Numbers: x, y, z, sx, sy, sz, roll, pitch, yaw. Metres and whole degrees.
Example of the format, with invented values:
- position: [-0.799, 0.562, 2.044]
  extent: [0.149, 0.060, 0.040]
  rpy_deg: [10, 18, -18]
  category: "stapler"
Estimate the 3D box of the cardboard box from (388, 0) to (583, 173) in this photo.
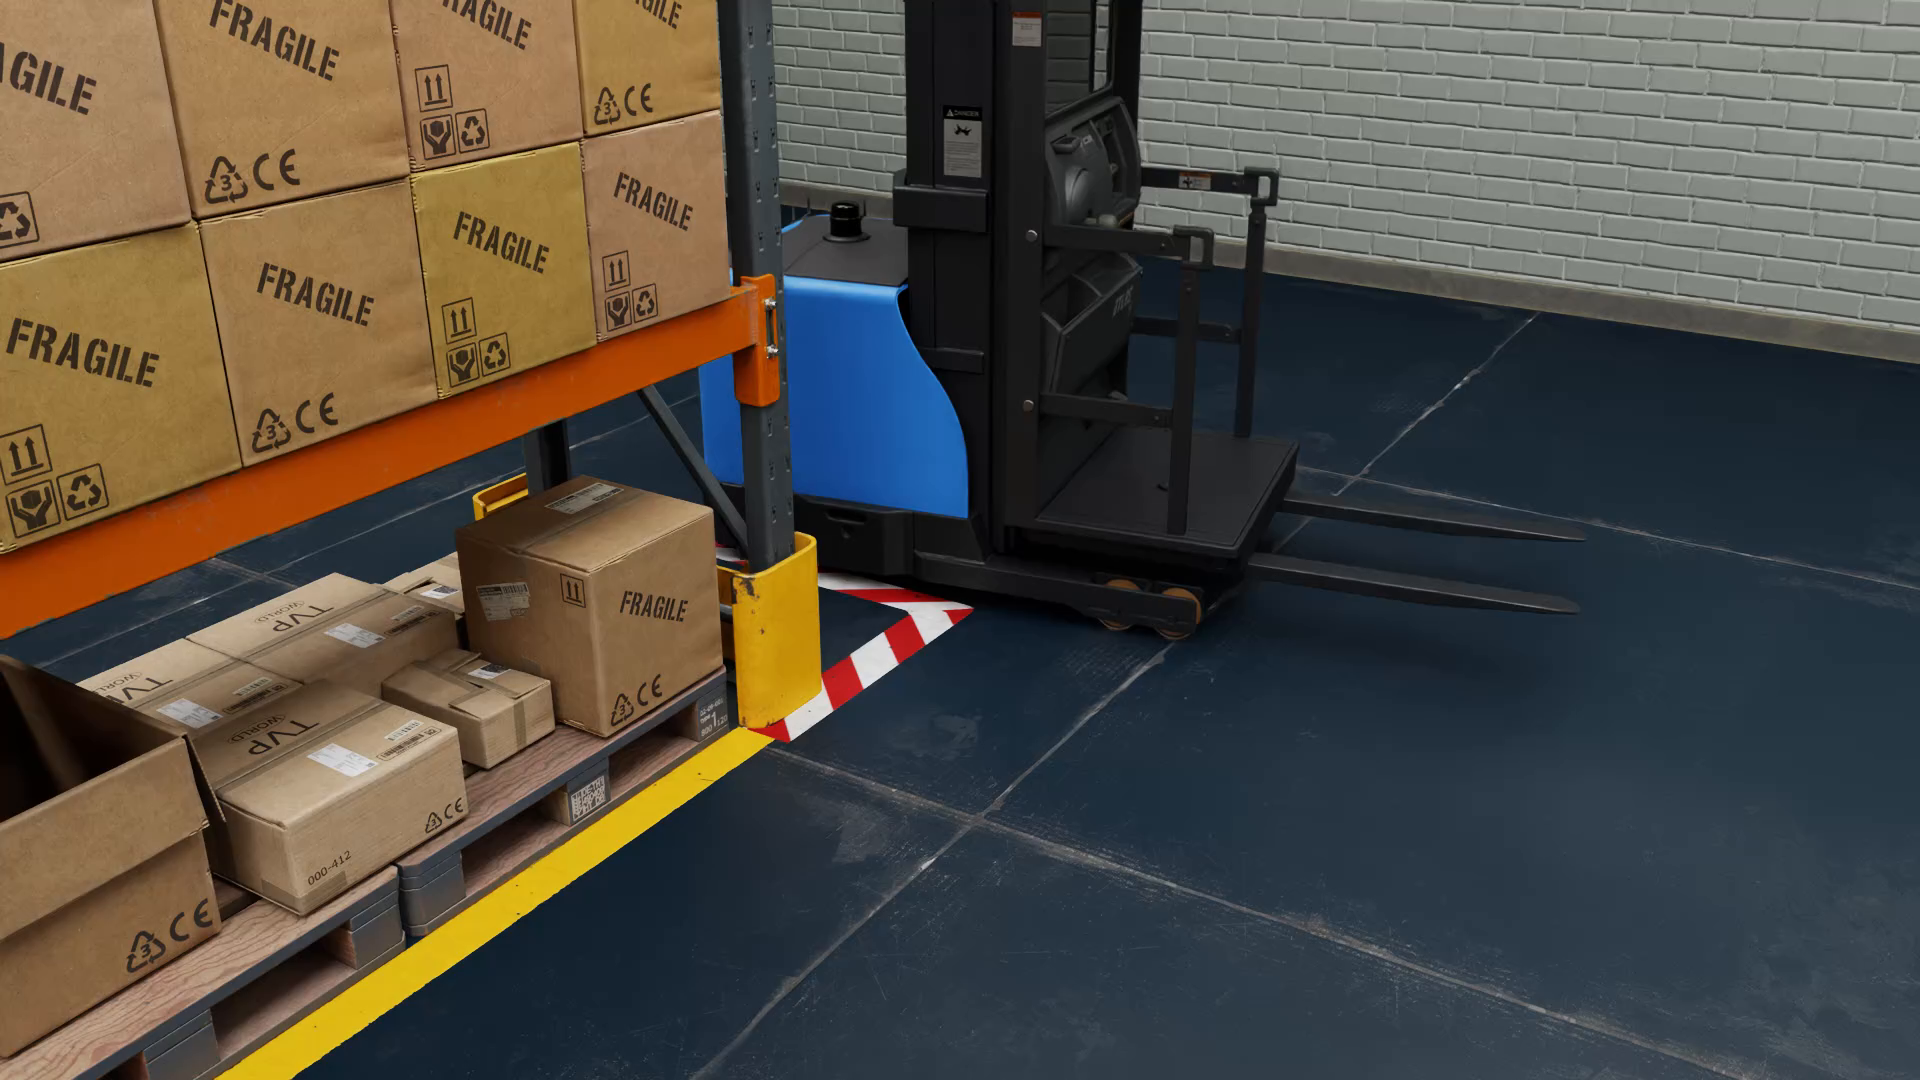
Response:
- position: [-1.219, -1.137, 3.716]
  extent: [0.500, 0.500, 0.500]
  rpy_deg: [15, 27, 30]
  category: "cardboard box"

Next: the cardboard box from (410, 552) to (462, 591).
- position: [-1.465, 0.165, 5.128]
  extent: [0.380, 0.149, 0.250]
  rpy_deg: [14, 27, 29]
  category: "cardboard box"

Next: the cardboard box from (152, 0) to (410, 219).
- position: [-1.489, -0.961, 3.309]
  extent: [0.500, 0.500, 0.500]
  rpy_deg: [15, 27, 30]
  category: "cardboard box"

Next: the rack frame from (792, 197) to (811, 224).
- position: [-0.651, -0.903, 7.013]
  extent: [0.008, 1.050, 0.200]
  rpy_deg: [6, 24, 13]
  category: "rack frame"

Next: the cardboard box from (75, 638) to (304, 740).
- position: [-2.008, 0.511, 4.201]
  extent: [0.500, 0.250, 0.500]
  rpy_deg: [14, 27, 29]
  category: "cardboard box"

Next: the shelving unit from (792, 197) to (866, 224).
- position: [-0.533, -0.890, 6.985]
  extent: [0.252, 1.050, 0.215]
  rpy_deg: [6, 24, 13]
  category: "shelving unit"

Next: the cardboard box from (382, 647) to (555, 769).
- position: [-1.320, 0.441, 4.469]
  extent: [0.380, 0.166, 0.250]
  rpy_deg: [14, 27, 29]
  category: "cardboard box"

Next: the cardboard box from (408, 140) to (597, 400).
- position: [-1.228, -0.672, 3.902]
  extent: [0.500, 0.500, 0.500]
  rpy_deg: [14, 27, 29]
  category: "cardboard box"

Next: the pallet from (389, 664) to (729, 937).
- position: [-1.412, 0.564, 4.682]
  extent: [1.003, 0.211, 1.213]
  rpy_deg: [14, 27, 29]
  category: "pallet"

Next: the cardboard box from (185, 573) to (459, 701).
- position: [-1.744, 0.342, 4.591]
  extent: [0.500, 0.250, 0.500]
  rpy_deg: [14, 27, 29]
  category: "cardboard box"

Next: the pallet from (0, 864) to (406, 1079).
- position: [-2.057, 0.974, 3.734]
  extent: [1.003, 0.211, 1.213]
  rpy_deg: [14, 27, 29]
  category: "pallet"

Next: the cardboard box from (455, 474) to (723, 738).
- position: [-1.030, 0.170, 4.675]
  extent: [0.500, 0.500, 0.500]
  rpy_deg: [14, 27, 29]
  category: "cardboard box"

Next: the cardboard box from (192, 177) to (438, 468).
- position: [-1.496, -0.505, 3.516]
  extent: [0.500, 0.500, 0.500]
  rpy_deg: [14, 27, 29]
  category: "cardboard box"

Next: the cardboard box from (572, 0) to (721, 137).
- position: [-0.954, -1.308, 4.110]
  extent: [0.500, 0.500, 0.500]
  rpy_deg: [14, 27, 29]
  category: "cardboard box"

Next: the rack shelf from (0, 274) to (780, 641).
- position: [-2.007, -0.005, 3.392]
  extent: [1.077, 0.370, 4.000]
  rpy_deg: [14, 27, 29]
  category: "rack shelf"

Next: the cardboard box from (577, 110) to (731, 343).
- position: [-0.957, -0.848, 4.308]
  extent: [0.500, 0.500, 0.500]
  rpy_deg: [15, 27, 31]
  category: "cardboard box"

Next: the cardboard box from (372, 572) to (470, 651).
- position: [-1.597, 0.241, 4.929]
  extent: [0.380, 0.166, 0.250]
  rpy_deg: [14, 27, 29]
  category: "cardboard box"

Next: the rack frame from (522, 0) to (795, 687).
- position: [-0.952, -1.011, 4.809]
  extent: [1.000, 3.000, 0.127]
  rpy_deg: [14, 27, 29]
  category: "rack frame"

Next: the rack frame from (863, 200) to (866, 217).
- position: [-0.415, -0.878, 6.957]
  extent: [0.008, 1.050, 0.200]
  rpy_deg: [6, 24, 13]
  category: "rack frame"

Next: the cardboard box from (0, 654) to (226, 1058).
- position: [-2.076, 0.648, 3.566]
  extent: [0.797, 0.503, 0.637]
  rpy_deg: [14, 27, 29]
  category: "cardboard box"

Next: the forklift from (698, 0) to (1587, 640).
- position: [0.632, -1.255, 5.460]
  extent: [3.031, 2.935, 1.130]
  rpy_deg: [9, 25, 19]
  category: "forklift"

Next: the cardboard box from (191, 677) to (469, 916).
- position: [-1.556, 0.599, 3.998]
  extent: [0.500, 0.250, 0.500]
  rpy_deg: [14, 27, 29]
  category: "cardboard box"

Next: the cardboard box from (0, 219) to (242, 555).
- position: [-1.762, -0.335, 3.123]
  extent: [0.500, 0.500, 0.500]
  rpy_deg: [13, 27, 28]
  category: "cardboard box"

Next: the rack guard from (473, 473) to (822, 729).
- position: [-0.992, 0.162, 5.246]
  extent: [1.175, 0.500, 0.348]
  rpy_deg: [14, 27, 29]
  category: "rack guard"

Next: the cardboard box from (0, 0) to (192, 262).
- position: [-1.760, -0.788, 2.909]
  extent: [0.500, 0.500, 0.500]
  rpy_deg: [15, 27, 31]
  category: "cardboard box"
